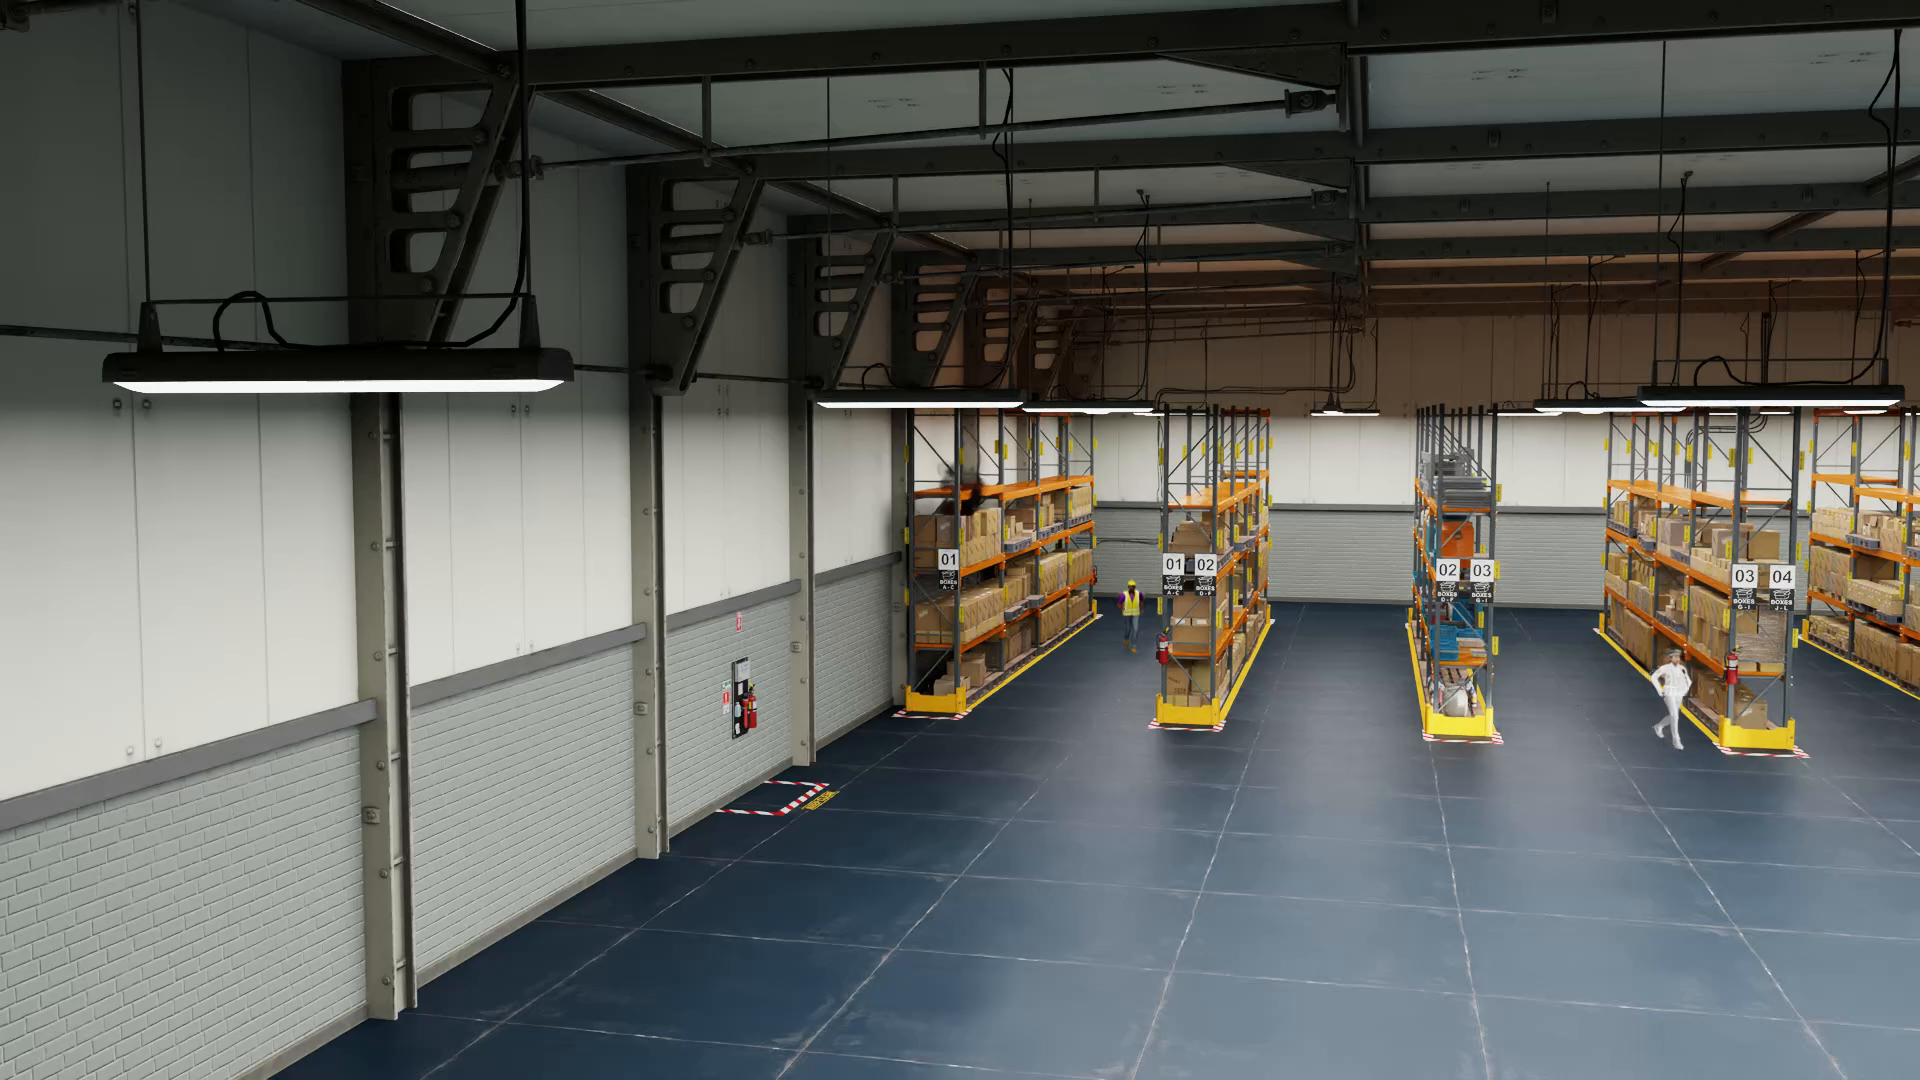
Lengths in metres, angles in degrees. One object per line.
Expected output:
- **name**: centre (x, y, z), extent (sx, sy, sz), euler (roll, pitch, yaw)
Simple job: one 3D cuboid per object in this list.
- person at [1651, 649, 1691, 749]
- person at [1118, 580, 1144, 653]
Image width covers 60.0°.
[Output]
- **person**: centre (12.534, 2.763, 29.253), extent (0.644, 1.723, 0.860), euler (-1, 4, -14)
- **person**: centre (4.217, 1.863, 41.016), extent (0.682, 1.762, 0.926), euler (0, 4, -1)
